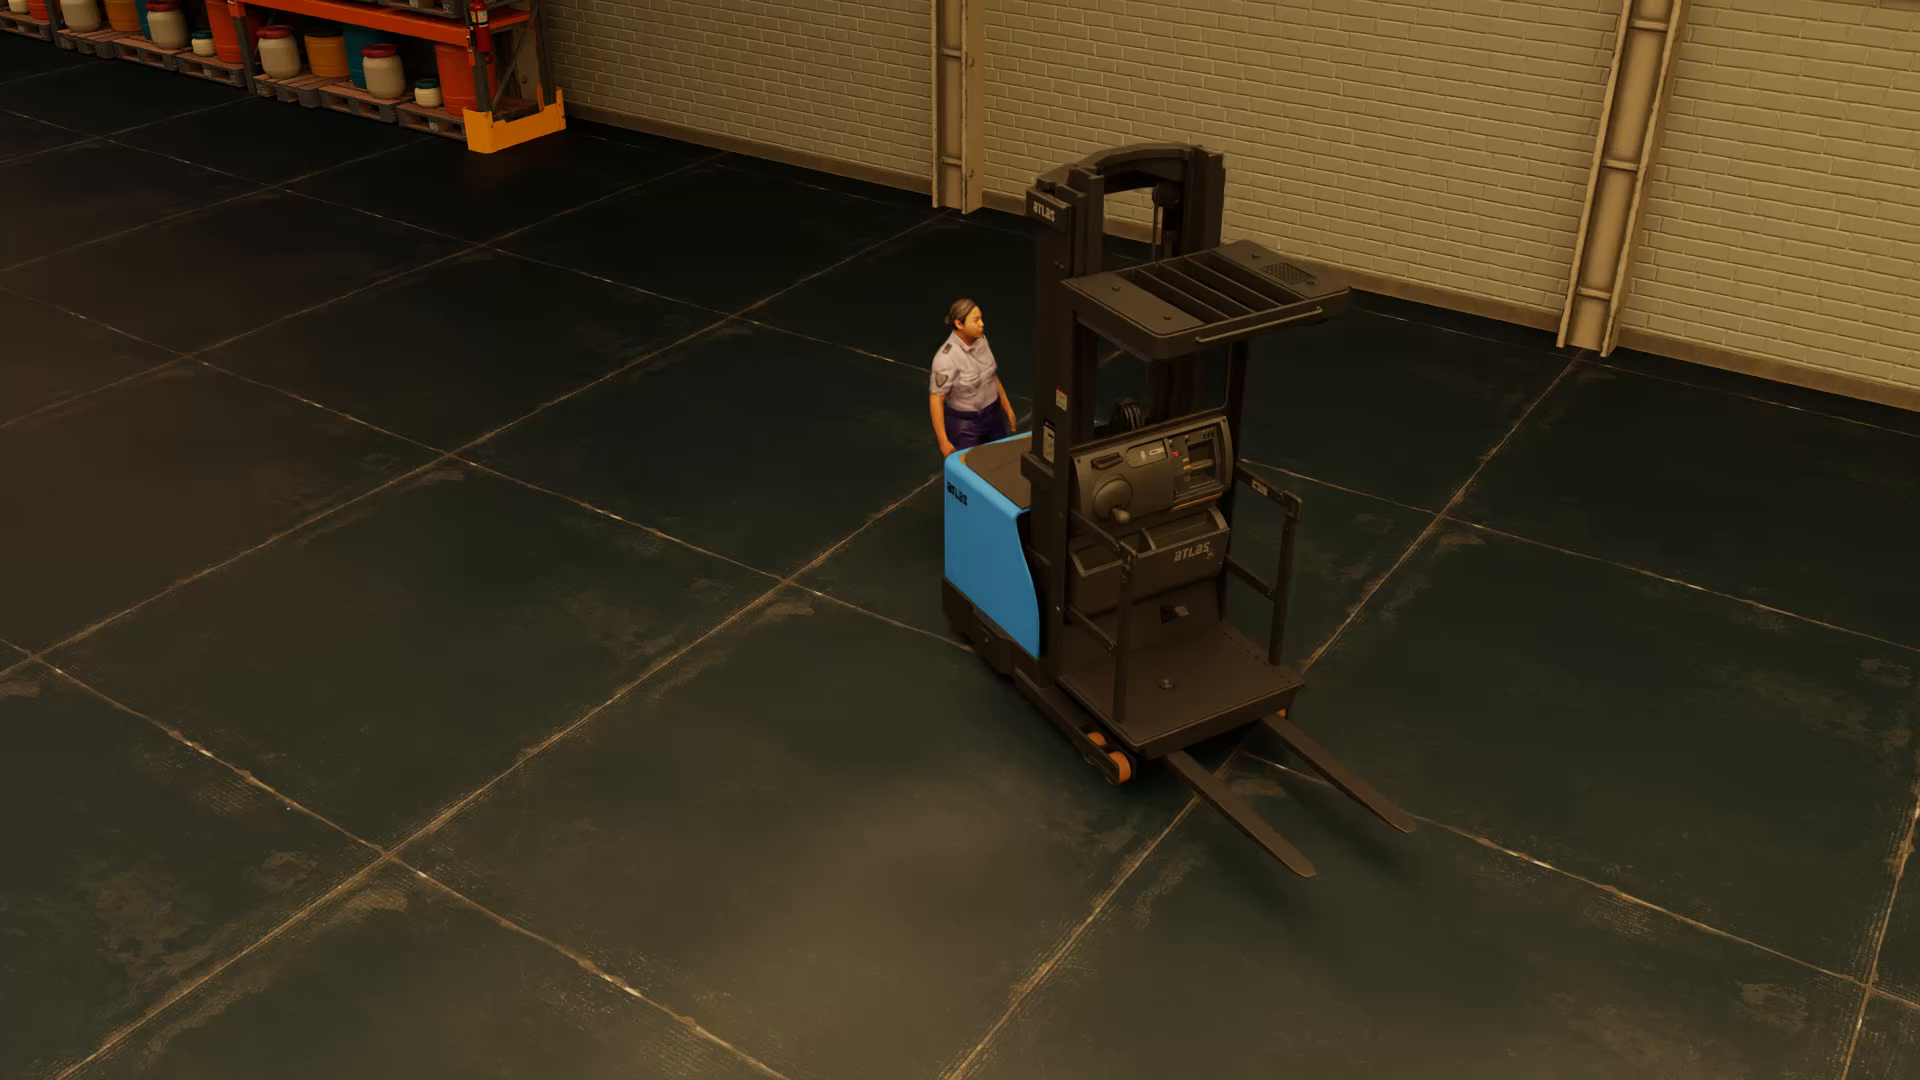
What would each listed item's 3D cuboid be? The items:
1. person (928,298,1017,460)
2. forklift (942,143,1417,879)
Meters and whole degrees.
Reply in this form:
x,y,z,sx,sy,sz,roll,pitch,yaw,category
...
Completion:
x,y,z,sx,sy,sz,roll,pitch,yaw,category
0.124,-0.650,10.025,0.523,1.635,0.627,22,37,33,person
1.075,-0.300,8.098,1.130,2.935,3.031,-16,34,-26,forklift
